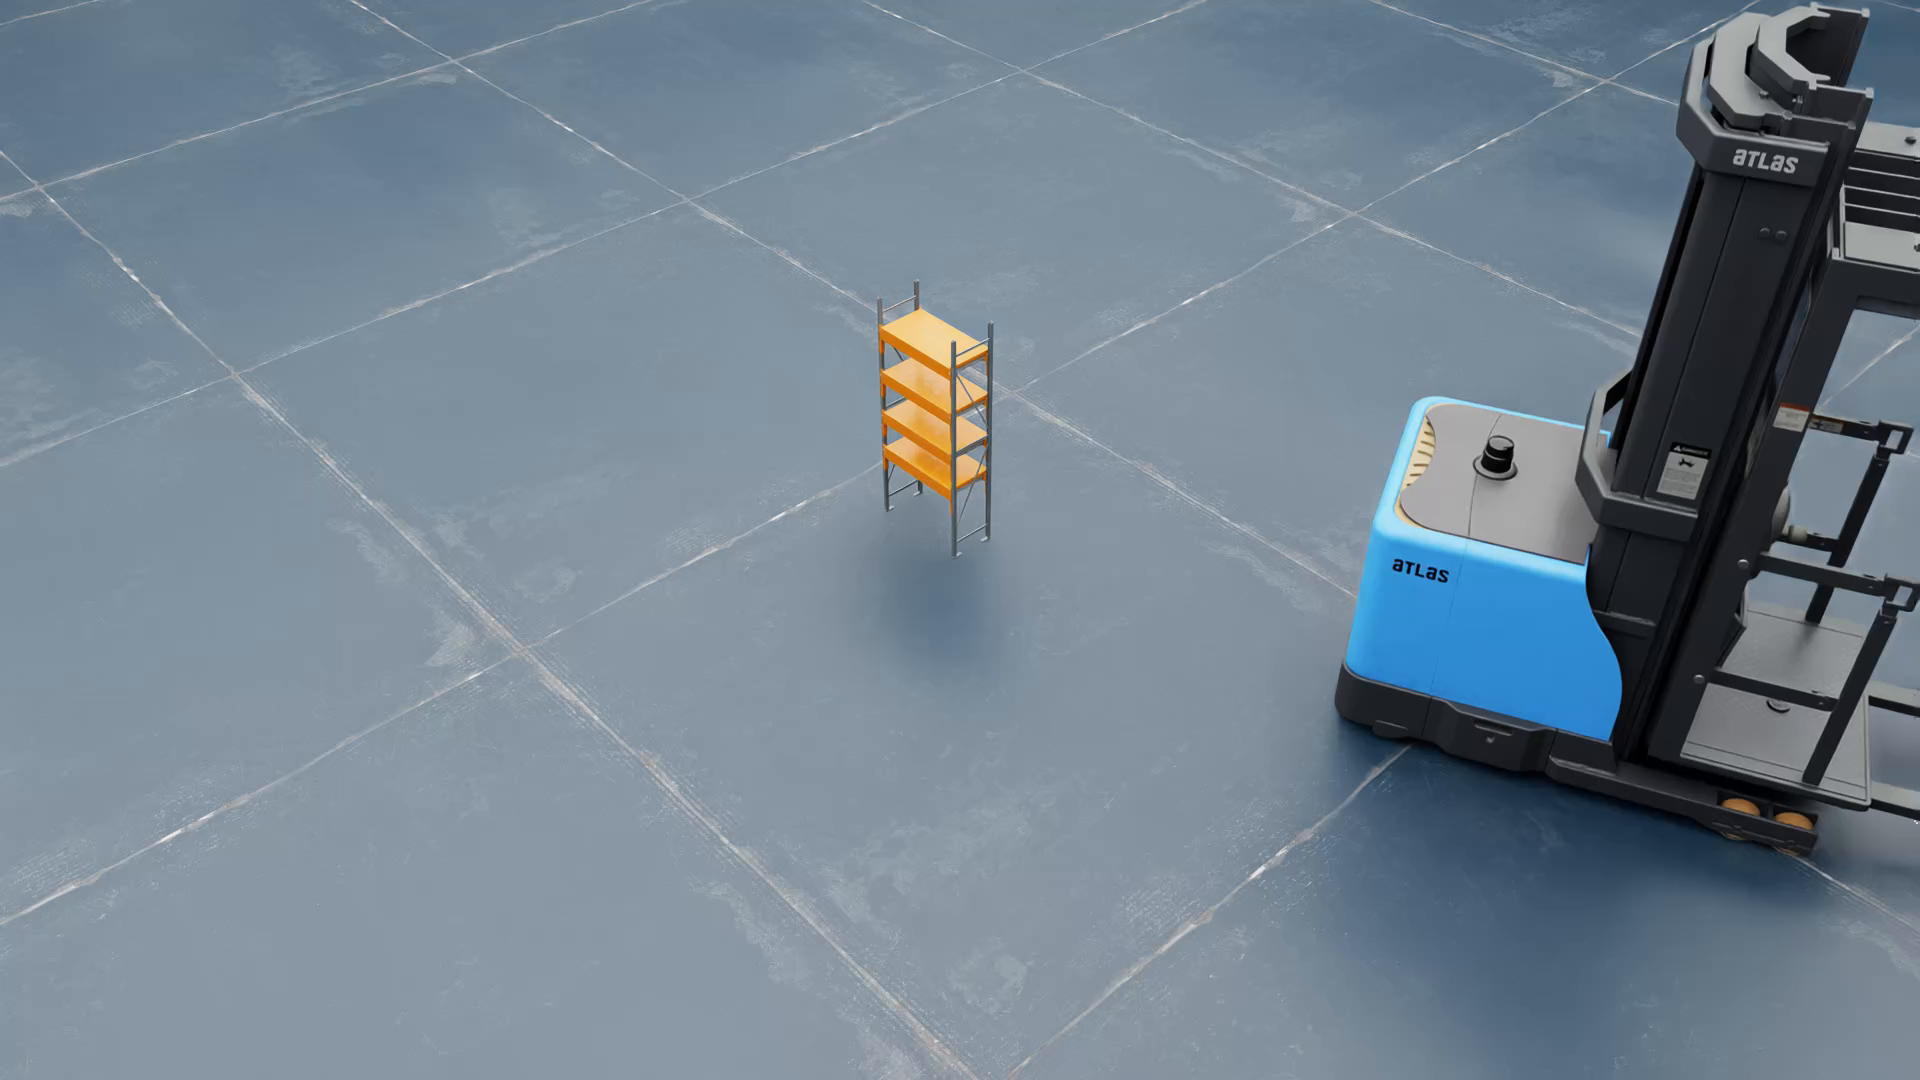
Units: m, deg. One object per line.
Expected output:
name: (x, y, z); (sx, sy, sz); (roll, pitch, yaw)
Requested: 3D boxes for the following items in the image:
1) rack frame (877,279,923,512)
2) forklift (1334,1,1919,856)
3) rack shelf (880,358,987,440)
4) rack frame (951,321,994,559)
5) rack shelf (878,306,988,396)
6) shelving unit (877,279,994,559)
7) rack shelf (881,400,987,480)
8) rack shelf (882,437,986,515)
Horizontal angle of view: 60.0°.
rack frame: (-0.277, -0.656, 7.816); (0.240, 1.200, 0.015); (-30, 48, -32)
forklift: (3.142, -0.301, 5.998); (3.031, 2.935, 1.130); (14, 41, 17)
rack shelf: (-0.112, -0.665, 7.577); (0.258, 0.148, 0.480); (-30, 48, -32)
rack frame: (0.053, -0.430, 7.536); (0.240, 1.200, 0.015); (-30, 48, -32)
rack shelf: (-0.112, -0.849, 7.429); (0.258, 0.148, 0.480); (-30, 48, -32)
shelving unit: (-0.112, -0.543, 7.676); (0.258, 1.200, 0.503); (-30, 48, -32)
rack shelf: (-0.112, -0.491, 7.718); (0.258, 0.148, 0.480); (-30, 48, -32)
rack shelf: (-0.112, -0.337, 7.843); (0.258, 0.148, 0.480); (-30, 48, -32)
